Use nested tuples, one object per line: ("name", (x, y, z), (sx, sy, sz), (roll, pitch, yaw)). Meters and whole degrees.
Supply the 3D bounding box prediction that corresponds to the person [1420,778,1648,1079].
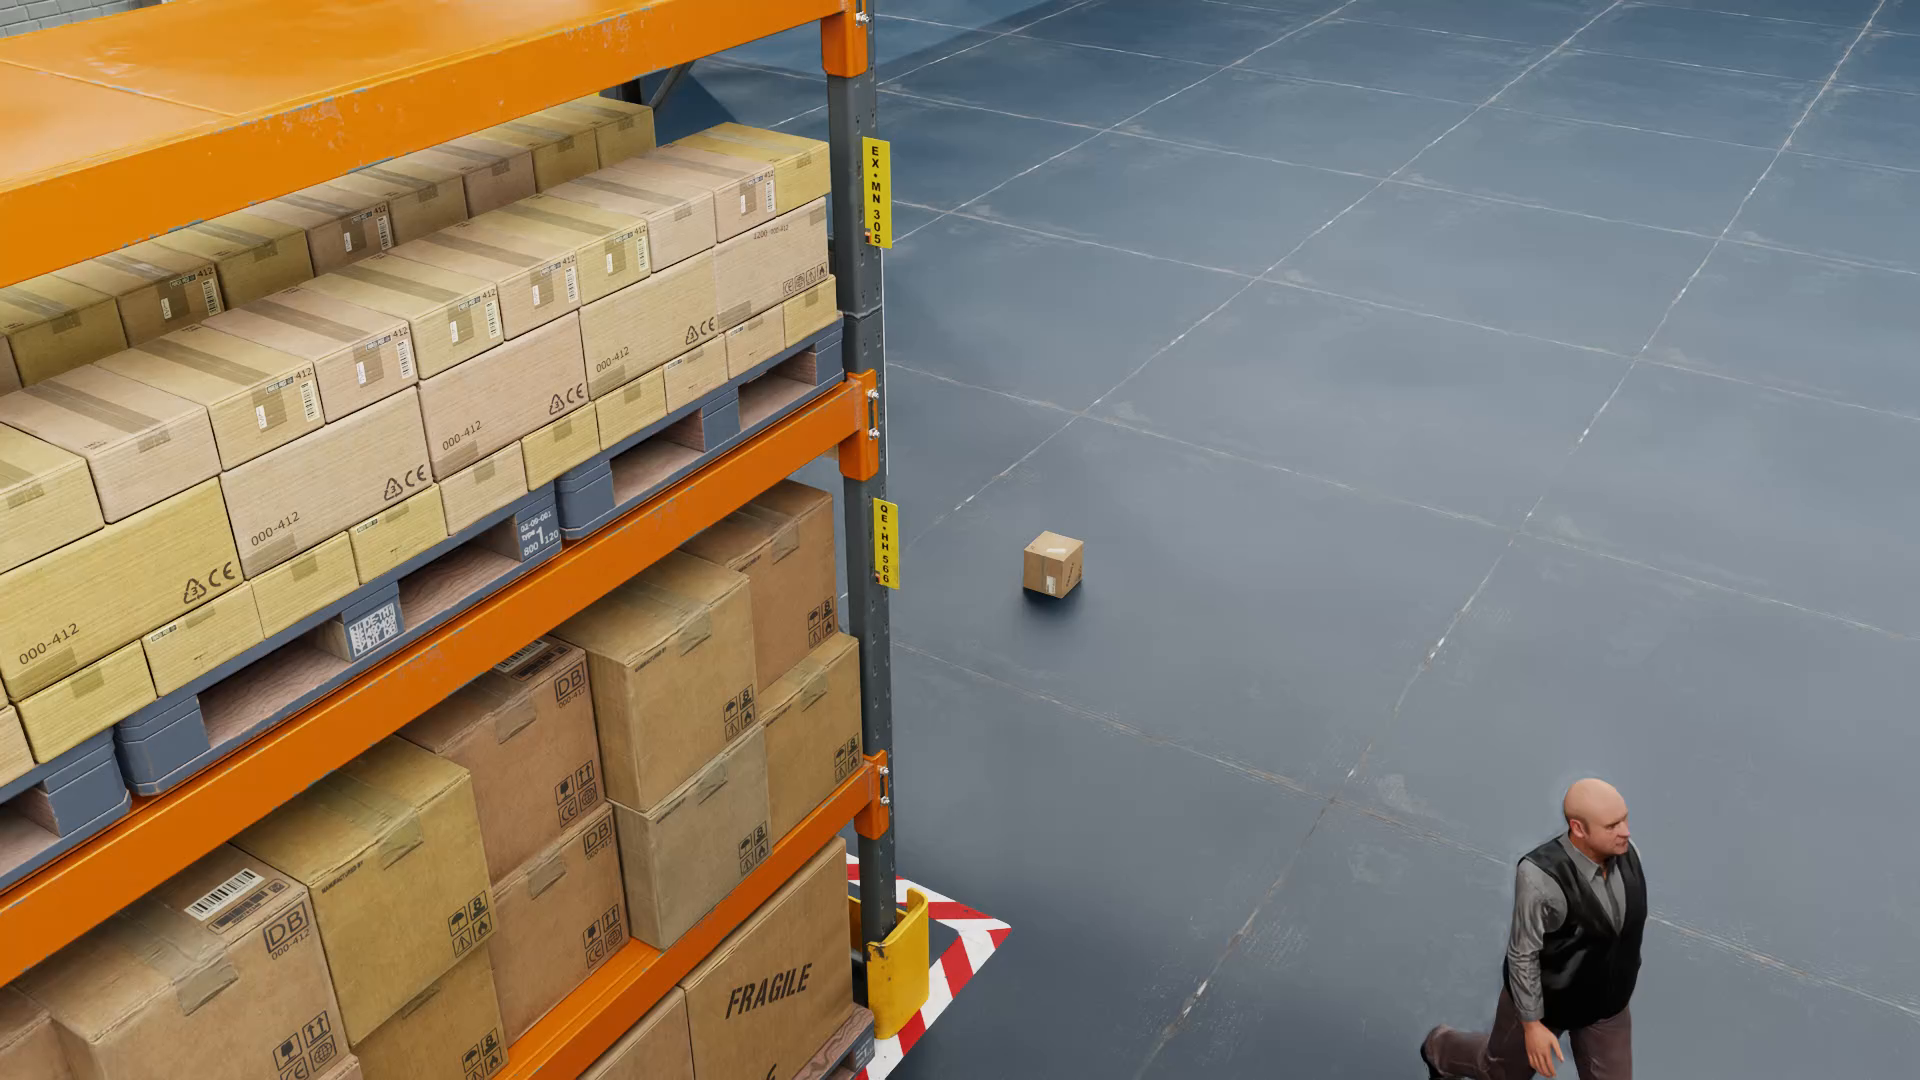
("person", (2.027, 1.523, 5.608), (0.536, 1.682, 0.971), (-11, 32, -19))
